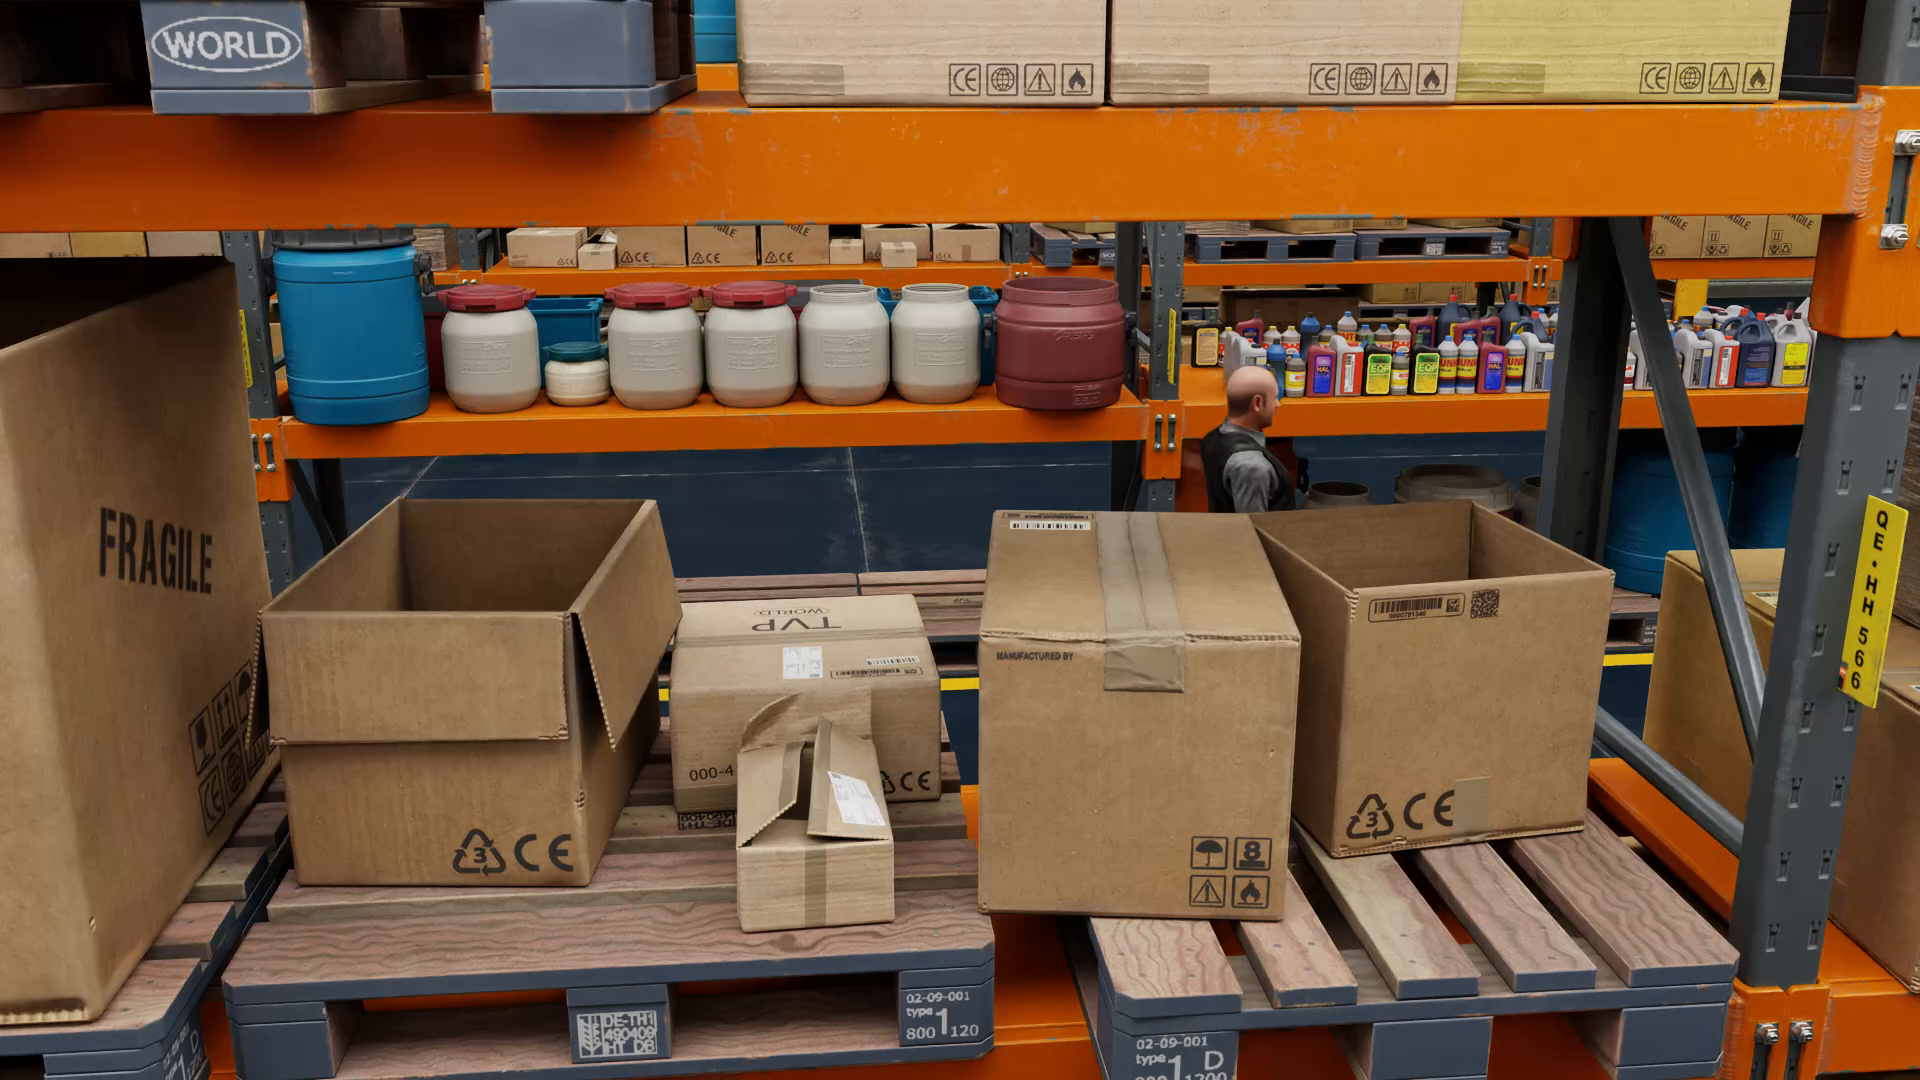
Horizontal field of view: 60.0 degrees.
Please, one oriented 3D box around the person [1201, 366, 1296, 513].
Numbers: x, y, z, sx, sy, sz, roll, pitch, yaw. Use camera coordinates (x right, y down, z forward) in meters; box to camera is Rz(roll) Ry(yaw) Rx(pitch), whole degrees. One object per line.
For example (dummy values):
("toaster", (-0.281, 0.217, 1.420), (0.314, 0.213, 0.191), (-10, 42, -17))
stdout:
("person", (1.125, 0.163, 6.550), (0.360, 1.715, 0.533), (-1, 17, -4))
